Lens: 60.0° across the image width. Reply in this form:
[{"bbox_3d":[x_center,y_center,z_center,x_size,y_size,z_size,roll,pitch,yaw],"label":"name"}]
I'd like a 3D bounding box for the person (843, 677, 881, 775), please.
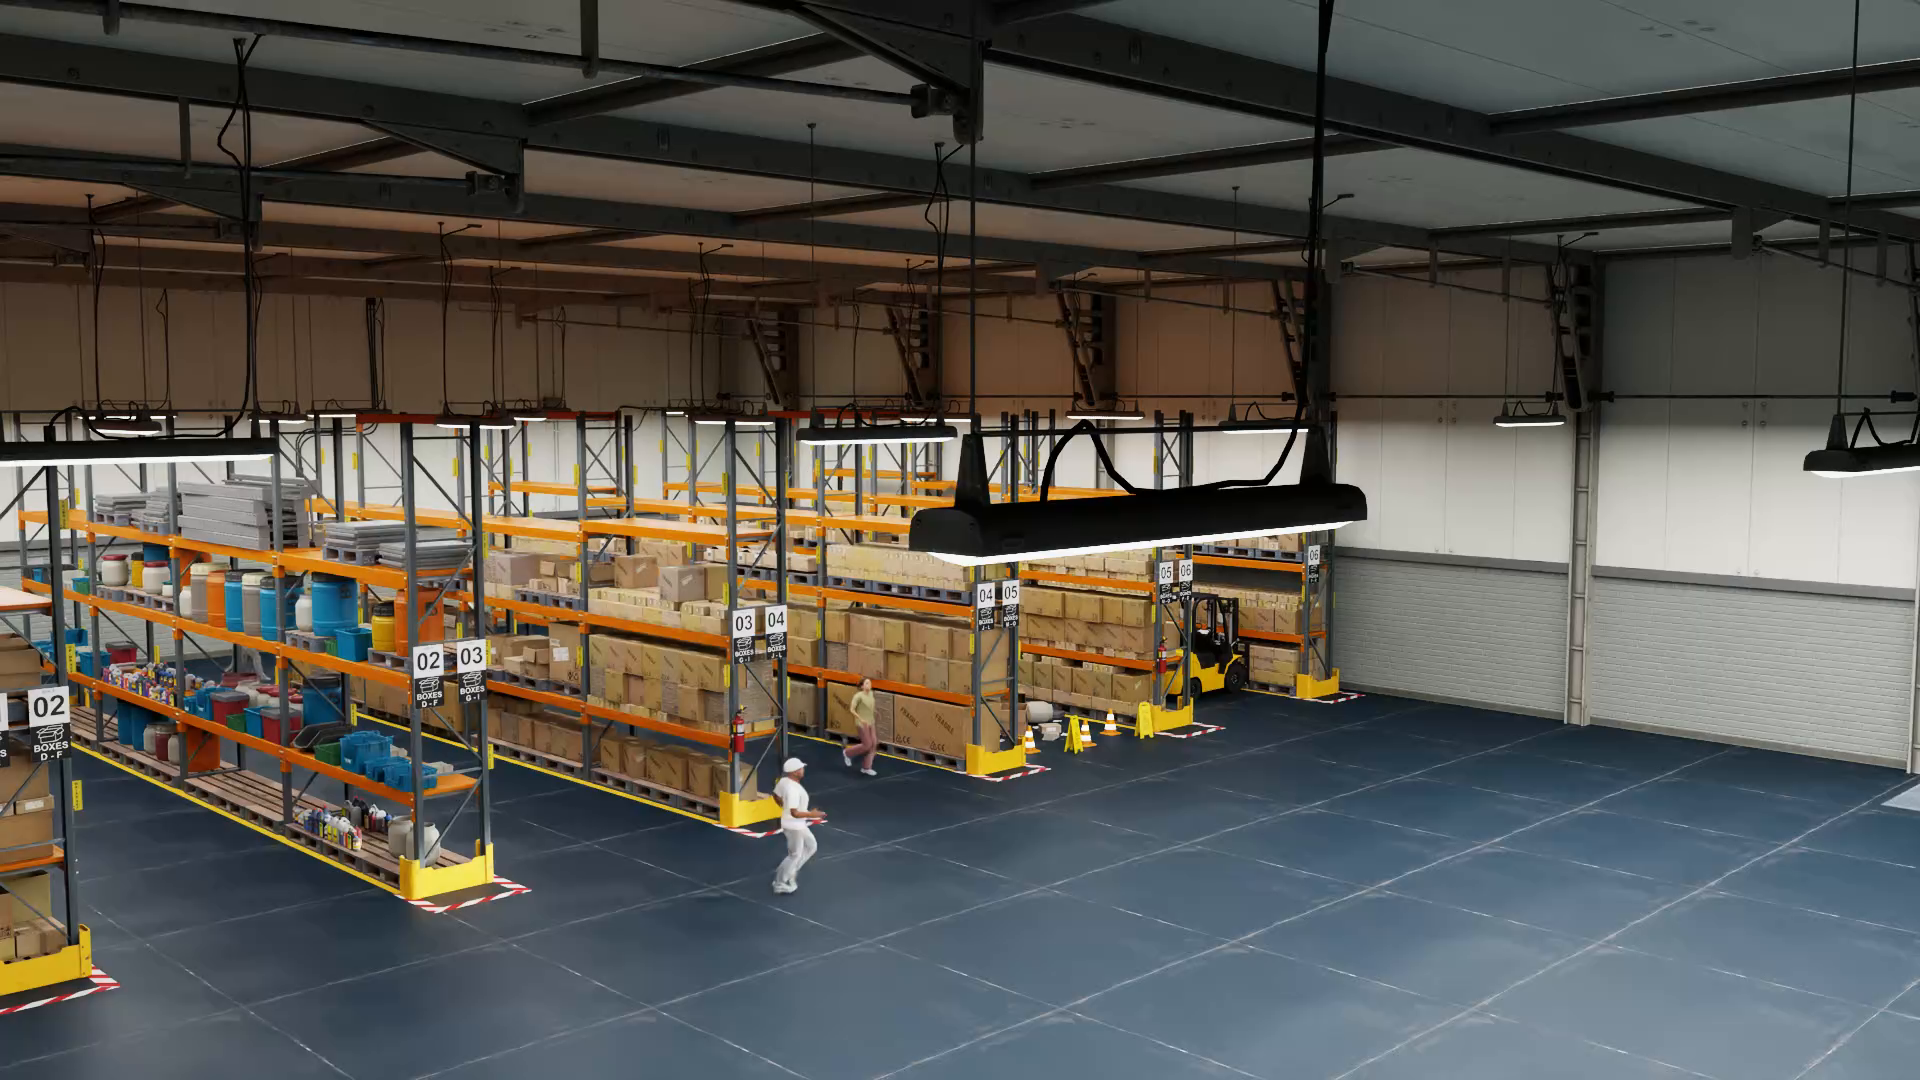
[{"bbox_3d":[-1.633,3.100,27.951,0.610,1.643,0.578,4,6,35],"label":"person"}]

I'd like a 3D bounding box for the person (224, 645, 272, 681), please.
[{"bbox_3d":[-15.679,2.251,36.565,0.970,1.758,0.656,-4,6,-36],"label":"person"}]

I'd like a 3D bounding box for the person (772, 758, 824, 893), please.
[{"bbox_3d":[-2.066,3.624,21.120,0.657,1.746,0.672,-1,5,-10],"label":"person"}]
